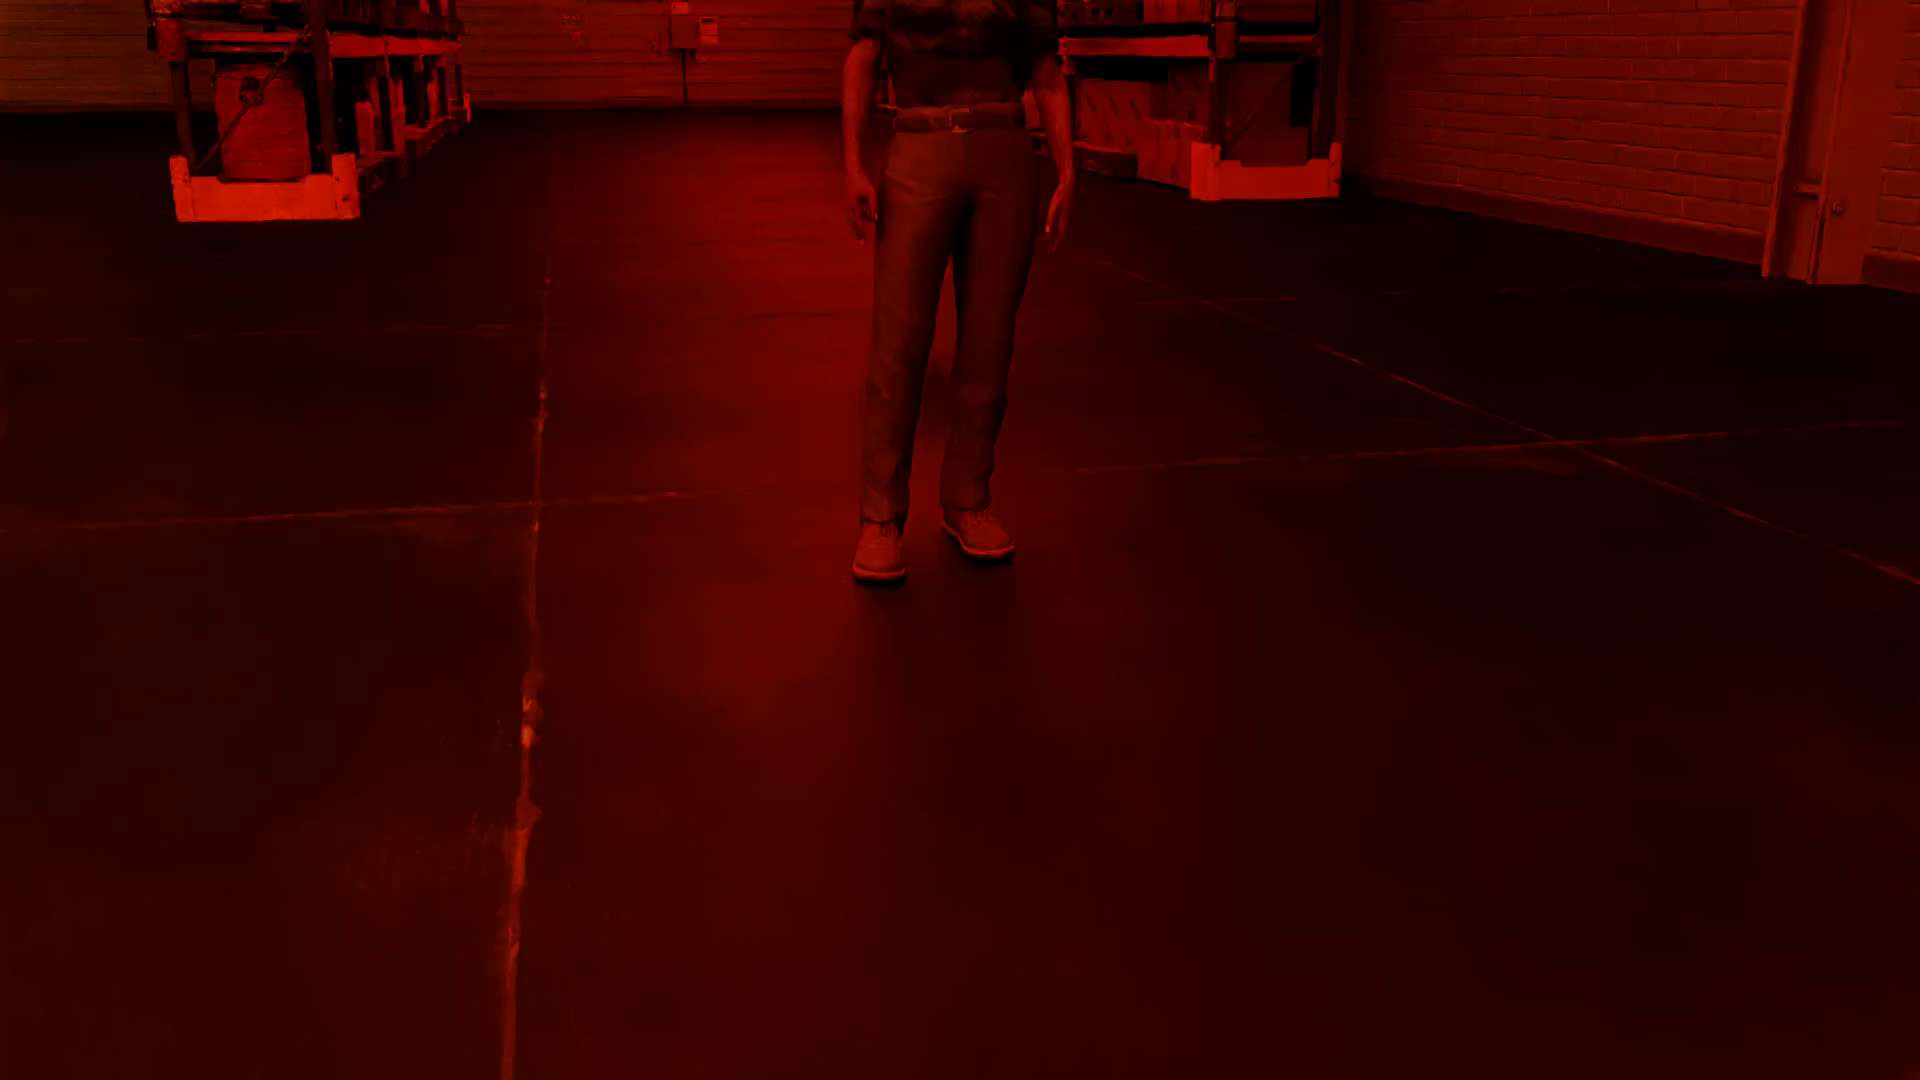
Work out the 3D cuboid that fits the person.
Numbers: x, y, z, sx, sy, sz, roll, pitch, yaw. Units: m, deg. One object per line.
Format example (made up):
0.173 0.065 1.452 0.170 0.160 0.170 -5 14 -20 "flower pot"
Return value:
0.001 -0.775 3.692 0.570 1.654 0.503 -4 17 -12 "person"
